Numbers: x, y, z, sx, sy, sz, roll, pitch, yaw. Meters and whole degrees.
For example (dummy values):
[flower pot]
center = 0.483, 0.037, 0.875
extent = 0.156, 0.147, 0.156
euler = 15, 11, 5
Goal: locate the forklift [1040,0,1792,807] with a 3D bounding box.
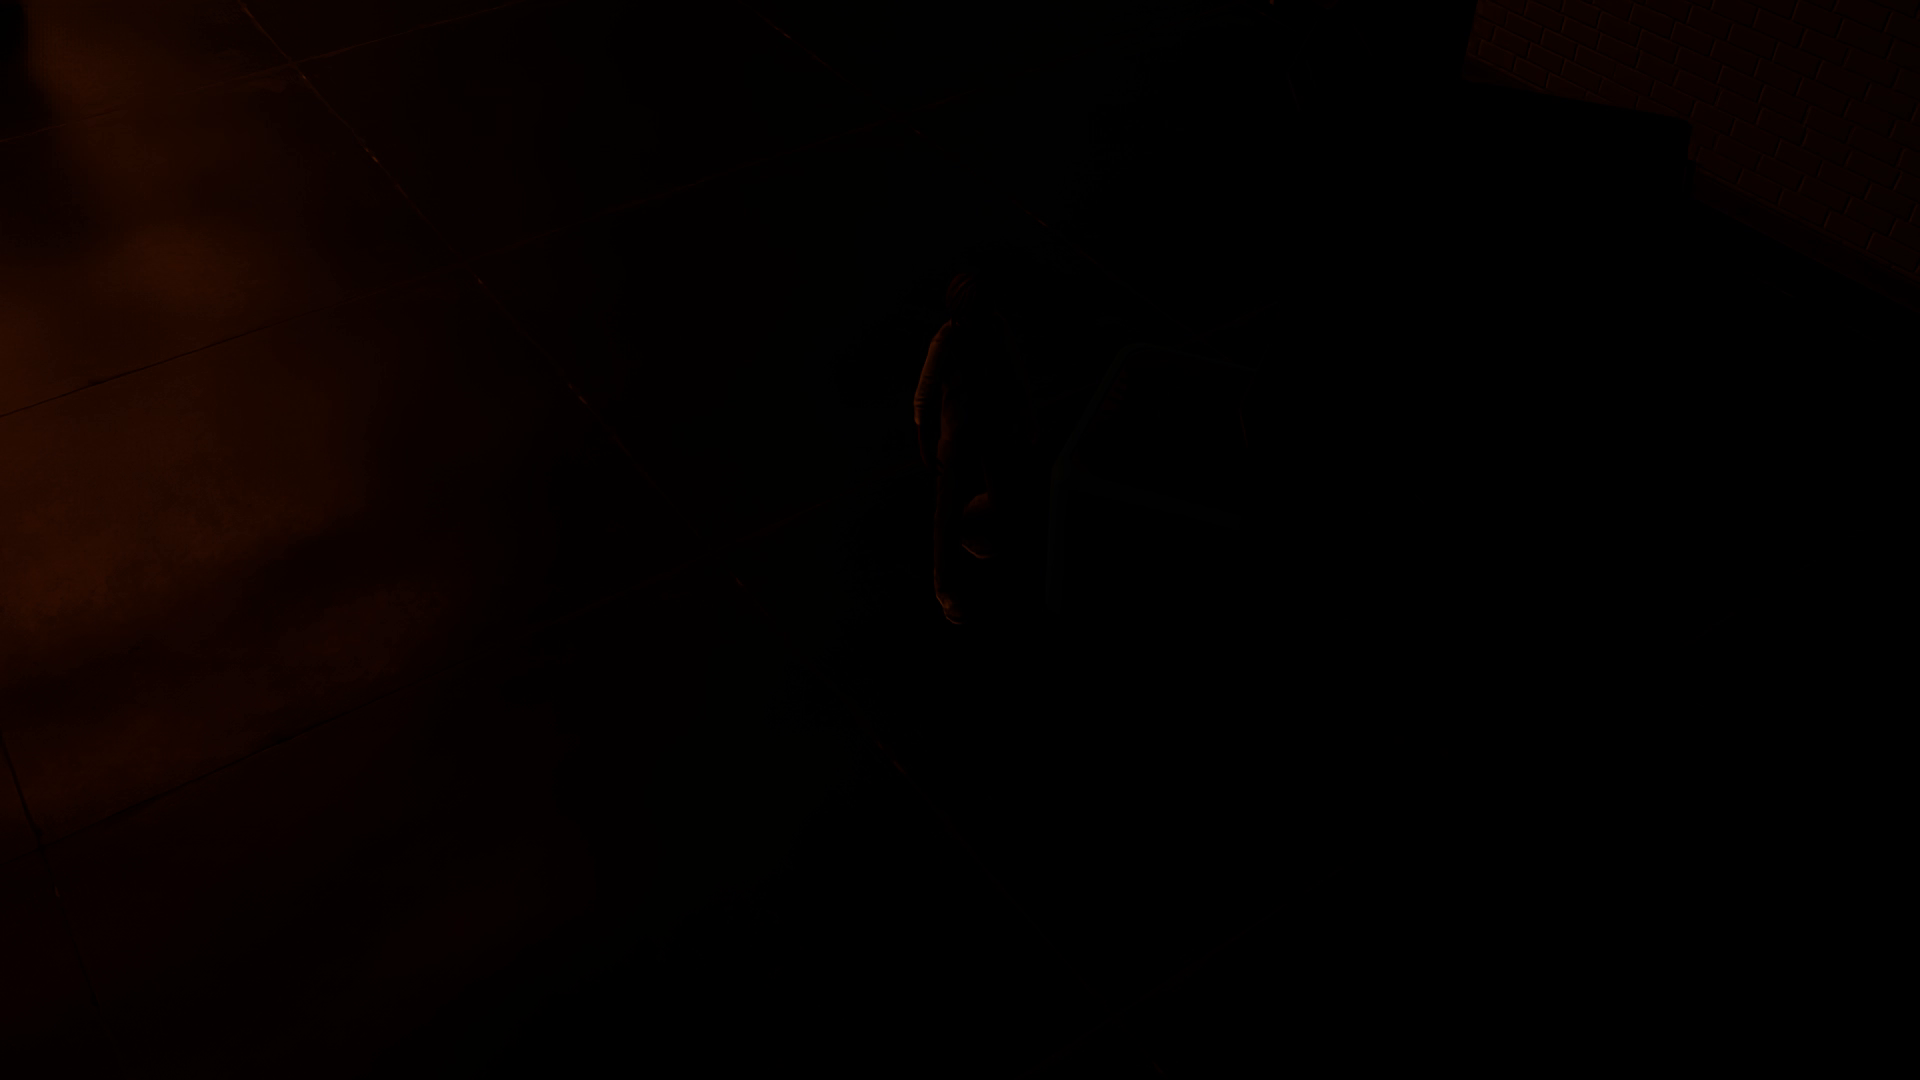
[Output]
[forklift]
center = 1.918, -0.484, 6.241
extent = 3.031, 2.935, 1.130
euler = 16, 45, 16

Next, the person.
[person]
center = 0.104, -0.413, 7.180
extent = 0.565, 1.553, 0.558
euler = -18, 46, -19
